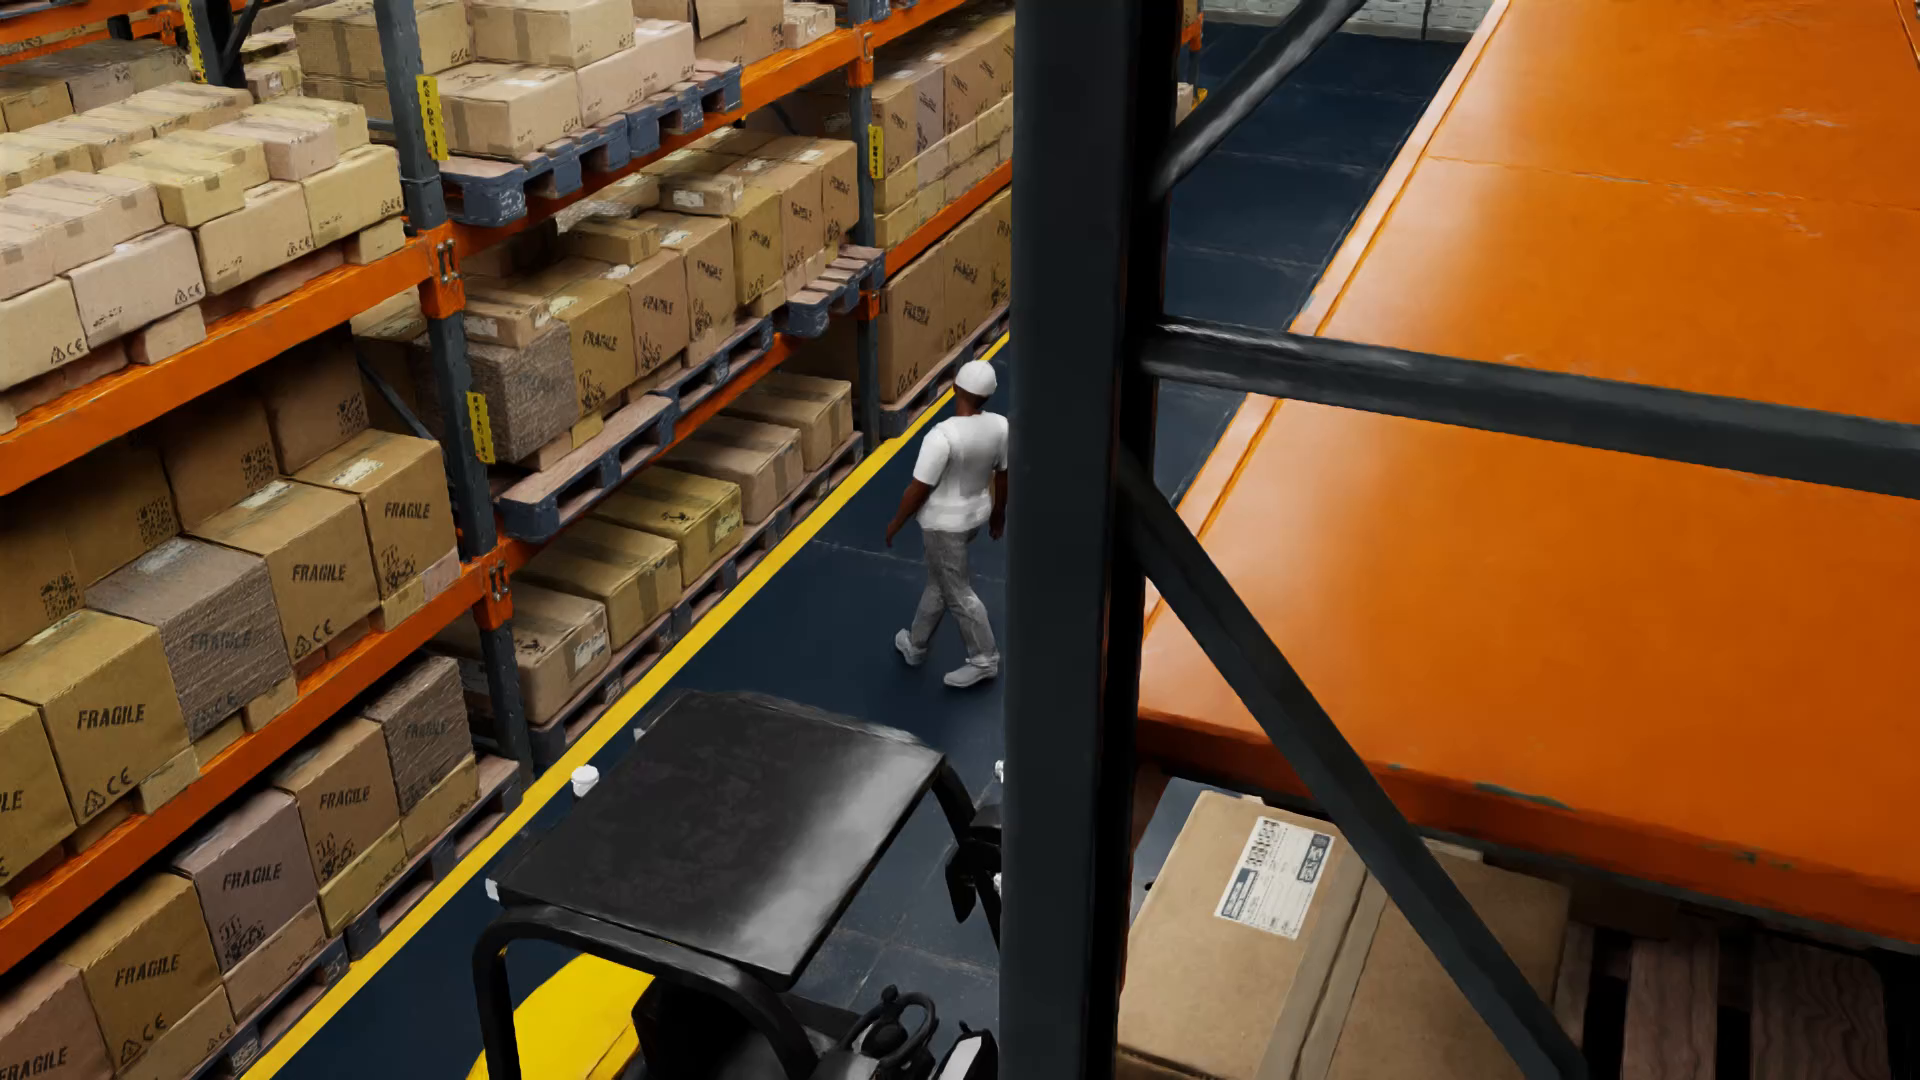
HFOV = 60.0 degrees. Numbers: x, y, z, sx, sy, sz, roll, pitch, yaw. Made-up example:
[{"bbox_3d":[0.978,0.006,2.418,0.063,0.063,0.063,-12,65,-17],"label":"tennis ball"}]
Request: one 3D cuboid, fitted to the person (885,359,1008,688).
[{"bbox_3d":[-0.057,-0.116,8.596,0.679,1.737,0.613,19,34,30],"label":"person"}]
